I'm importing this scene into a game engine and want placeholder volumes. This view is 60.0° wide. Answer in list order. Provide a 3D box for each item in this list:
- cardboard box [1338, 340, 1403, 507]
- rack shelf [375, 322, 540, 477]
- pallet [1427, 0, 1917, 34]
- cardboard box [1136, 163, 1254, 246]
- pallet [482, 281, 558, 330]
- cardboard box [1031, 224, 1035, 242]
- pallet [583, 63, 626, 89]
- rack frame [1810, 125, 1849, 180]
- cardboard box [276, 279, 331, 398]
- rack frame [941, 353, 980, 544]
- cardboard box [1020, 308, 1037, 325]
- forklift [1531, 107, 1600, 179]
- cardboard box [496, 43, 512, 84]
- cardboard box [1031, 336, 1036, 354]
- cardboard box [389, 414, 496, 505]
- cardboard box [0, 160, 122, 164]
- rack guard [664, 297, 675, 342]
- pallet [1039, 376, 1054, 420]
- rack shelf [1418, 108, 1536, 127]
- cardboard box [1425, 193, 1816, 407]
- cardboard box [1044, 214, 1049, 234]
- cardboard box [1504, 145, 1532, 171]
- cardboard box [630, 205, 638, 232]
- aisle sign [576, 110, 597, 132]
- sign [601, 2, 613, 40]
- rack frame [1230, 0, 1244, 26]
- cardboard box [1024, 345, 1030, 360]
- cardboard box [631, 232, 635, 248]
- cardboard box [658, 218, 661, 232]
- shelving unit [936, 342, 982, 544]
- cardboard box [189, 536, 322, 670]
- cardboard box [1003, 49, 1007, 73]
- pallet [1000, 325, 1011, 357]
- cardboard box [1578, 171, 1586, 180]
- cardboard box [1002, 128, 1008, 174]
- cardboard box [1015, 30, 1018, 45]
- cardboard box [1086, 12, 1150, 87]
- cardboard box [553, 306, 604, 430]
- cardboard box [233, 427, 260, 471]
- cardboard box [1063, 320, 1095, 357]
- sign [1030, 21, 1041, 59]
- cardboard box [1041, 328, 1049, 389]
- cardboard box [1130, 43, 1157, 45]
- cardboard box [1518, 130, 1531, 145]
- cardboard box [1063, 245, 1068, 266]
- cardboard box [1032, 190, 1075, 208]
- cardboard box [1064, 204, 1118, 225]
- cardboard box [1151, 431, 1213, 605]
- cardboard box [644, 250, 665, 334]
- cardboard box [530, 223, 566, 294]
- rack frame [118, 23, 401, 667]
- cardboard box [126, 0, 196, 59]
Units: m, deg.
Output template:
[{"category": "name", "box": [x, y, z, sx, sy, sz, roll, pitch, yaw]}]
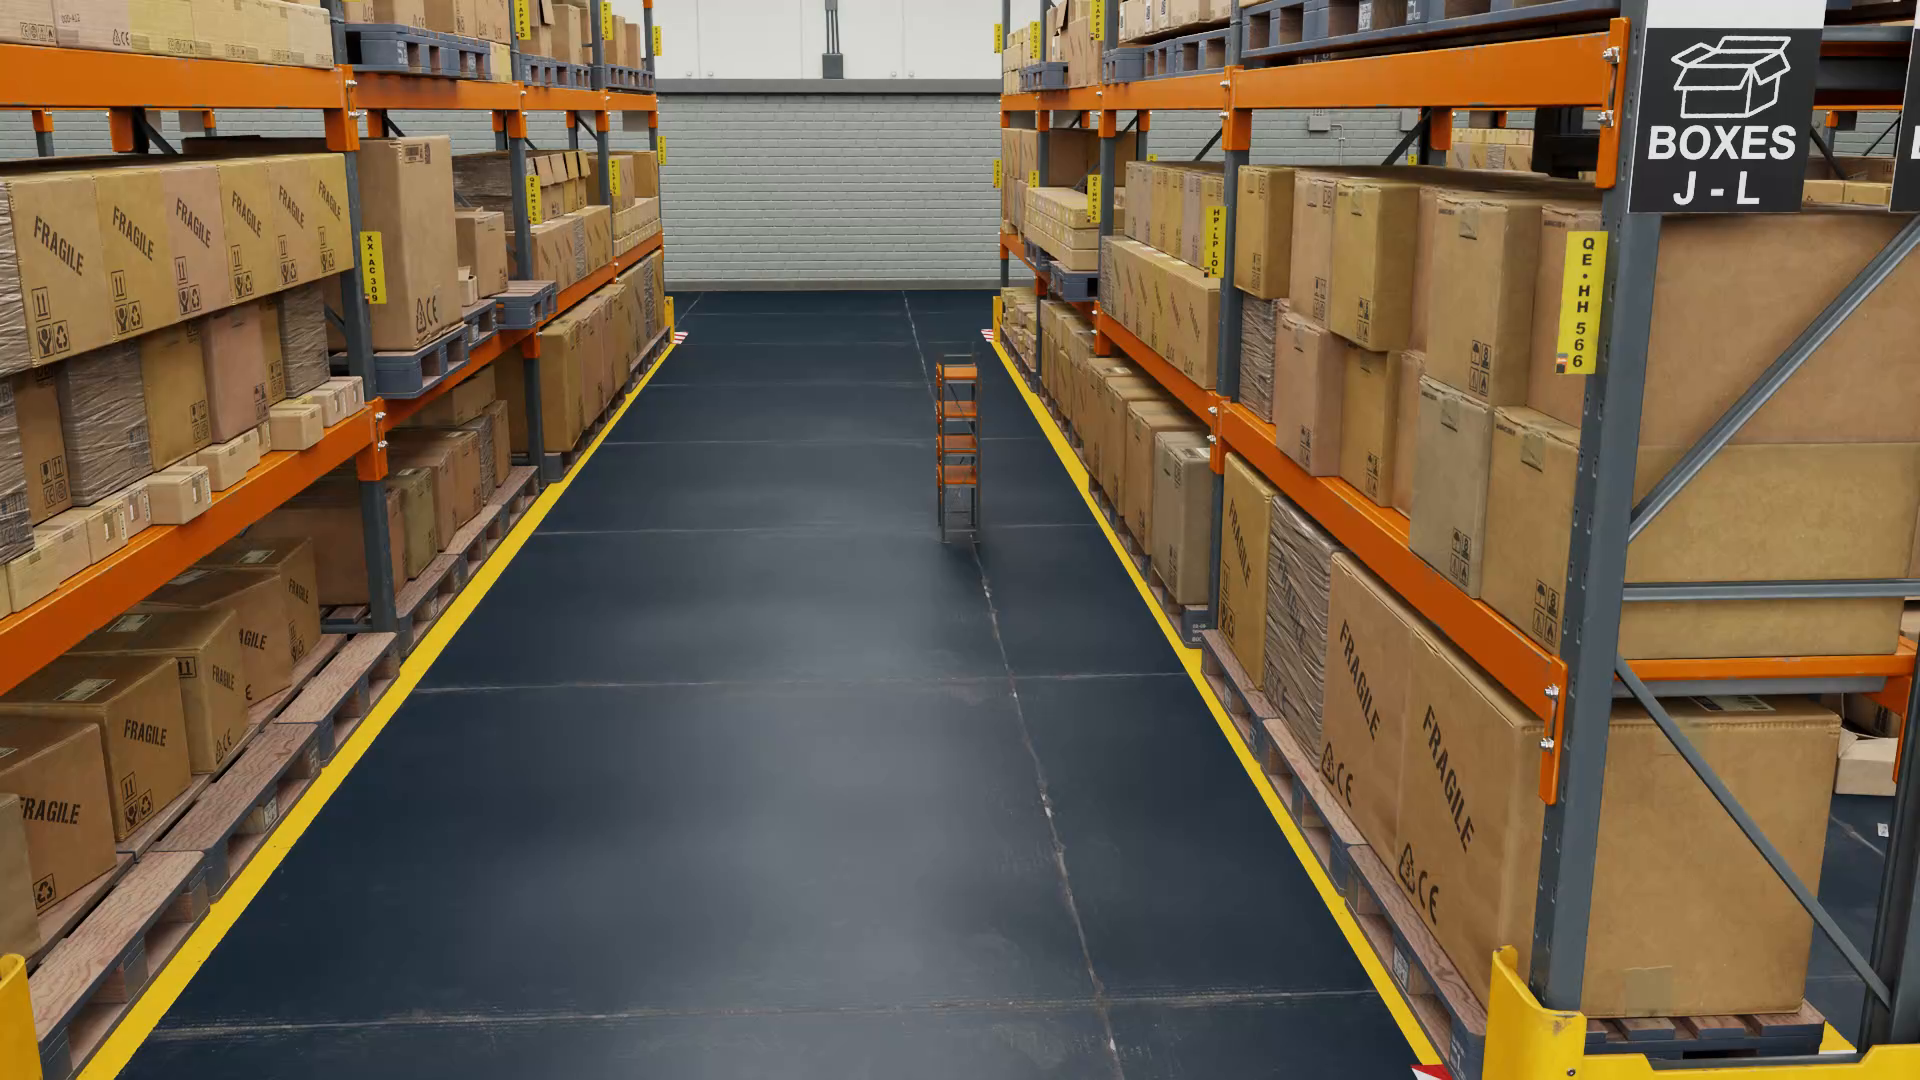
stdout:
[{"category": "cardboard box", "box": [1.866, -0.446, 5.939, 0.875, 0.550, 0.500, -1, 14, -3]}, {"category": "rack shelf", "box": [-3.355, -0.965, 9.702, 1.077, 0.370, 4.000, -1, 14, -3]}, {"category": "pallet", "box": [1.917, -1.467, 4.367, 1.003, 0.211, 1.213, -1, 14, -3]}, {"category": "cardboard box", "box": [1.528, -2.158, 10.685, 0.700, 0.500, 0.500, -1, 14, -4]}, {"category": "pallet", "box": [-3.329, -1.543, 10.887, 1.213, 0.211, 1.003, -1, 14, -3]}, {"category": "cardboard box", "box": [0.830, -2.703, 14.673, 0.380, 0.149, 0.250, -1, 14, -3]}, {"category": "pallet", "box": [-3.767, -4.419, 15.841, 1.003, 0.211, 1.213, -1, 14, -3]}, {"category": "rack frame", "box": [6.412, -1.964, 12.140, 1.000, 3.000, 0.127, -1, 14, -3]}, {"category": "cardboard box", "box": [-3.265, -0.896, 7.191, 0.875, 0.500, 0.500, -1, 14, -3]}, {"category": "rack frame", "box": [0.005, -0.562, 10.301, 0.240, 1.200, 0.015, -1, 14, -3]}, {"category": "cardboard box", "box": [0.823, -2.309, 17.166, 0.380, 0.149, 0.250, -2, 15, -6]}, {"category": "forklift", "box": [4.044, -1.350, 9.889, 1.130, 2.935, 3.031, -2, 15, -8]}, {"category": "cardboard box", "box": [-3.205, -3.077, 10.746, 0.500, 0.250, 0.500, -1, 14, -3]}, {"category": "cardboard box", "box": [0.893, -1.898, 16.163, 0.380, 0.149, 0.250, -1, 14, -2]}, {"category": "cardboard box", "box": [-3.370, -0.510, 10.621, 0.700, 0.500, 0.500, -2, 15, -8]}, {"category": "cardboard box", "box": [-3.394, -1.129, 6.088, 0.500, 0.500, 0.500, -1, 14, -3]}, {"category": "rack guard", "box": [-3.976, -2.596, 19.613, 1.175, 0.500, 0.348, -1, 14, -3]}, {"category": "pallet", "box": [1.280, -1.313, 15.207, 1.003, 0.211, 1.213, -1, 14, -3]}, {"category": "rack shelf", "box": [6.040, -4.561, 17.656, 1.077, 0.370, 4.000, -1, 14, -3]}, {"category": "cardboard box", "box": [1.863, -0.697, 4.747, 0.875, 0.550, 0.550, -1, 14, -3]}, {"category": "cardboard box", "box": [0.894, -2.589, 13.634, 0.380, 0.149, 0.250, -1, 14, -5]}, {"category": "cardboard box", "box": [5.836, -3.731, 16.800, 0.500, 0.500, 0.500, -1, 14, -4]}, {"category": "cardboard box", "box": [-3.558, -3.251, 16.845, 0.500, 0.250, 0.500, -1, 14, -2]}, {"category": "aisle sign", "box": [-4.279, -5.073, 19.006, 0.394, 0.787, 0.004, -1, 14, -3]}, {"category": "sign", "box": [-3.186, -4.672, 14.977, 0.100, 0.325, 0.005, -1, 14, -3]}, {"category": "rack frame", "box": [1.726, -3.773, 7.132, 1.000, 3.000, 0.127, -1, 14, -3]}, {"category": "cardboard box", "box": [0.852, -1.903, 16.781, 0.380, 0.149, 0.250, -1, 14, -5]}, {"category": "cardboard box", "box": [-3.480, -3.023, 16.759, 0.380, 0.149, 0.250, -1, 14, -4]}, {"category": "cardboard box", "box": [-3.624, -3.596, 18.985, 0.380, 0.149, 0.250, -1, 14, -2]}, {"category": "shelving unit", "box": [-0.010, -0.622, 10.537, 0.258, 1.200, 0.503, -1, 14, -3]}, {"category": "cardboard box", "box": [-3.246, 0.291, 7.549, 0.500, 0.500, 0.500, -1, 14, -5]}, {"category": "cardboard box", "box": [0.751, -5.359, 18.612, 0.500, 0.250, 0.500, -1, 14, -3]}, {"category": "pallet", "box": [1.002, -2.280, 18.965, 1.003, 0.211, 1.213, -1, 14, -3]}, {"category": "cardboard box", "box": [5.904, -3.378, 15.427, 0.500, 0.500, 0.500, -1, 14, -3]}, {"category": "cardboard box", "box": [0.745, -4.413, 18.854, 0.500, 0.500, 0.500, -1, 14, -4]}, {"category": "cardboard box", "box": [0.774, -5.261, 17.432, 0.380, 0.149, 0.250, 0, 14, -2]}, {"category": "cardboard box", "box": [1.189, -3.502, 11.896, 0.500, 0.500, 0.500, -1, 14, -3]}, {"category": "cardboard box", "box": [-3.549, -1.379, 13.289, 1.225, 0.875, 0.875, -1, 14, -3]}, {"category": "cardboard box", "box": [-2.896, -0.334, 6.309, 0.380, 0.149, 0.250, -1, 14, -3]}, {"category": "cardboard box", "box": [1.116, -1.637, 13.536, 0.500, 0.250, 0.500, -1, 14, -2]}, {"category": "sign", "box": [0.689, -4.550, 15.134, 0.100, 0.325, 0.005, -1, 14, -3]}, {"category": "cardboard box", "box": [1.011, -1.662, 15.141, 0.500, 0.500, 0.500, 0, 14, -1]}, {"category": "cardboard box", "box": [1.339, -3.360, 11.006, 0.380, 0.149, 0.250, -1, 15, -6]}, {"category": "cardboard box", "box": [5.880, -4.070, 16.814, 0.380, 0.149, 0.250, -1, 14, -4]}, {"category": "cardboard box", "box": [0.975, -2.122, 12.414, 0.380, 0.149, 0.250, -1, 14, -4]}, {"category": "cardboard box", "box": [0.832, -2.989, 14.591, 0.380, 0.149, 0.250, -1, 14, -3]}, {"category": "cardboard box", "box": [0.977, -2.410, 12.340, 0.380, 0.149, 0.250, -1, 14, -4]}, {"category": "cardboard box", "box": [1.597, -0.135, 8.702, 1.050, 0.750, 0.750, -1, 14, -4]}, {"category": "cardboard box", "box": [-3.855, -2.817, 18.877, 0.875, 0.875, 0.875, -1, 14, -3]}, {"category": "cardboard box", "box": [-3.272, -2.113, 12.518, 0.500, 0.500, 0.500, -1, 14, -5]}, {"category": "rack frame", "box": [-3.231, -0.816, 7.679, 1.000, 3.000, 0.127, -1, 14, -3]}, {"category": "cardboard box", "box": [-2.857, -1.706, 5.419, 0.500, 0.250, 0.500, 0, 14, -2]}]
